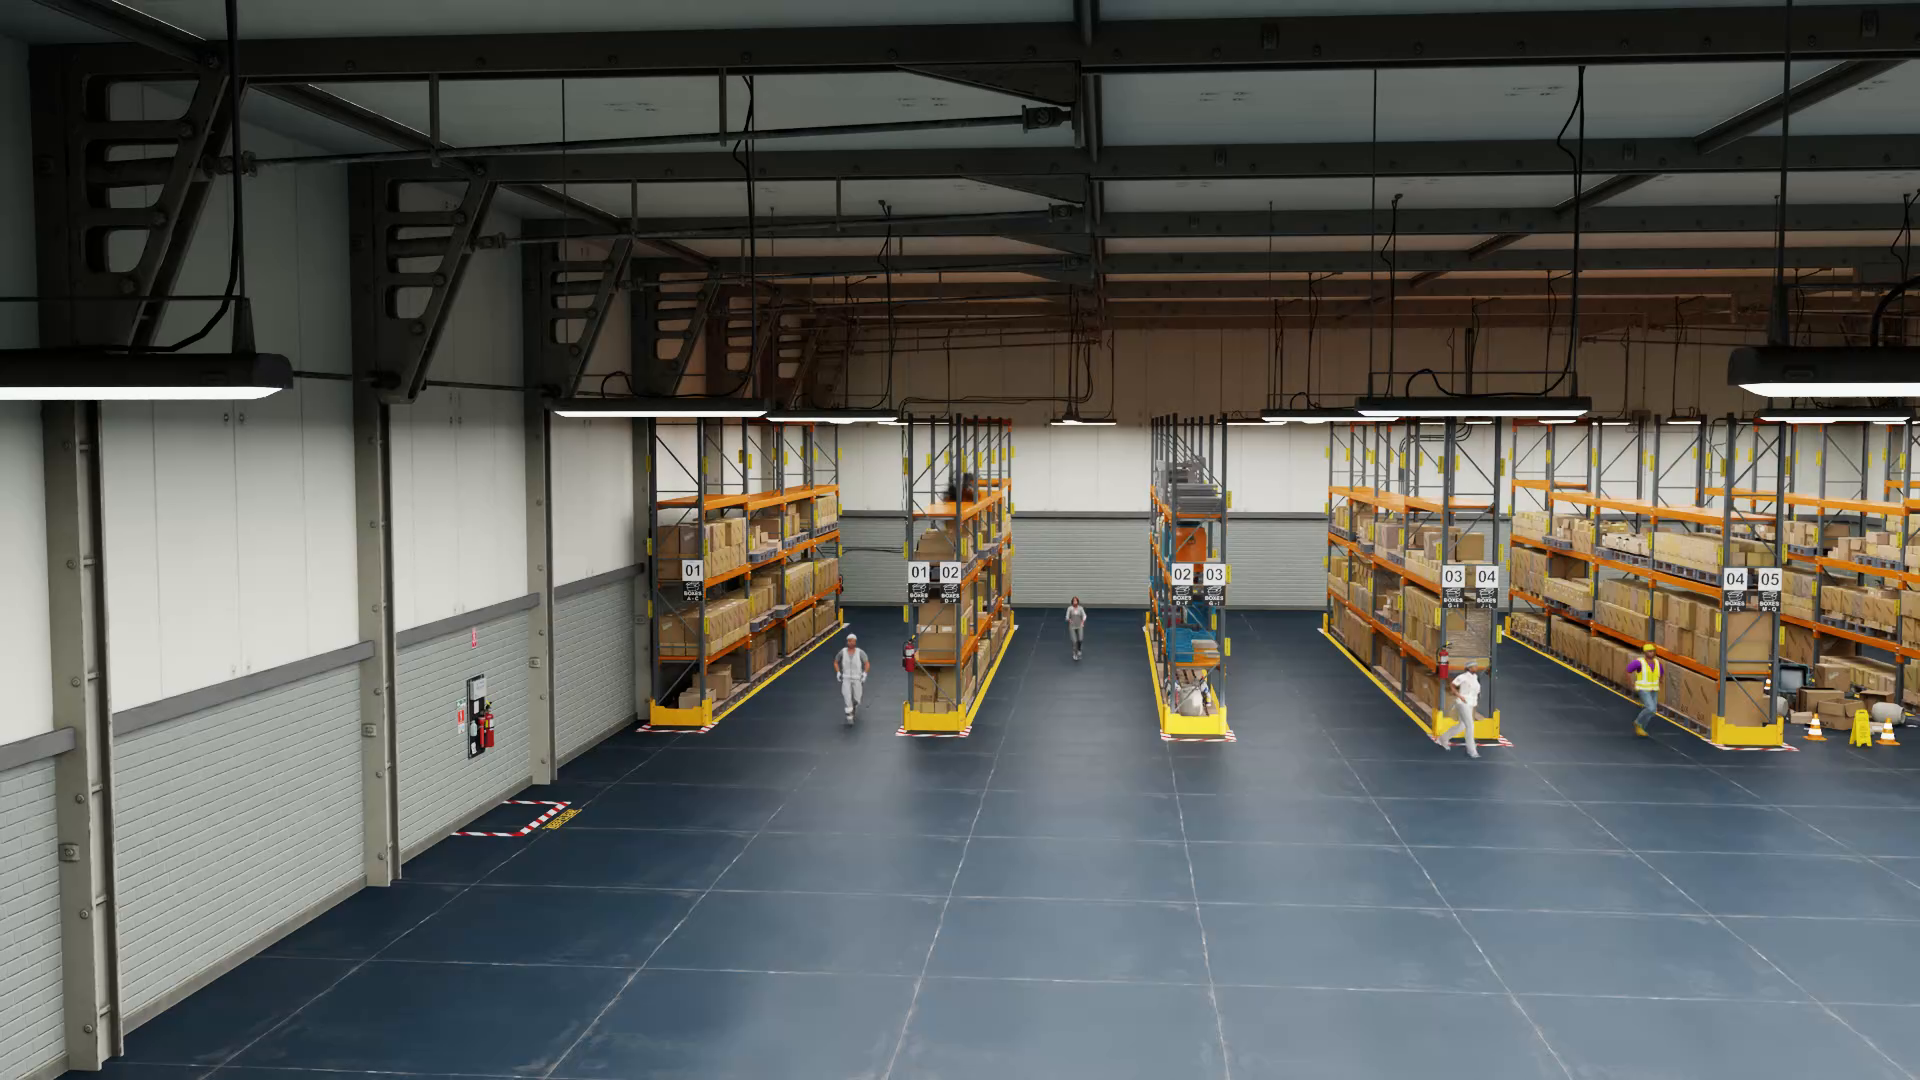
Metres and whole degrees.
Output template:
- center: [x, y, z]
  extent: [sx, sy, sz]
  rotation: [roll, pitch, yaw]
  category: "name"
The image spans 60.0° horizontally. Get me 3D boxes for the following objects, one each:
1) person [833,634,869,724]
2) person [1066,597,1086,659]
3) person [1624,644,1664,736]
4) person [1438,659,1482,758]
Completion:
- center: [-2.108, 2.675, 32.255]
  extent: [0.694, 1.730, 0.709]
  rotation: [0, 4, -4]
  category: "person"
- center: [2.862, 2.175, 40.950]
  extent: [0.508, 1.558, 0.586]
  rotation: [0, 4, -1]
  category: "person"
- center: [12.710, 2.775, 30.701]
  extent: [0.676, 1.717, 0.624]
  rotation: [-1, 4, -13]
  category: "person"
- center: [8.902, 2.931, 29.275]
  extent: [0.841, 1.719, 0.592]
  rotation: [4, 5, 44]
  category: "person"
